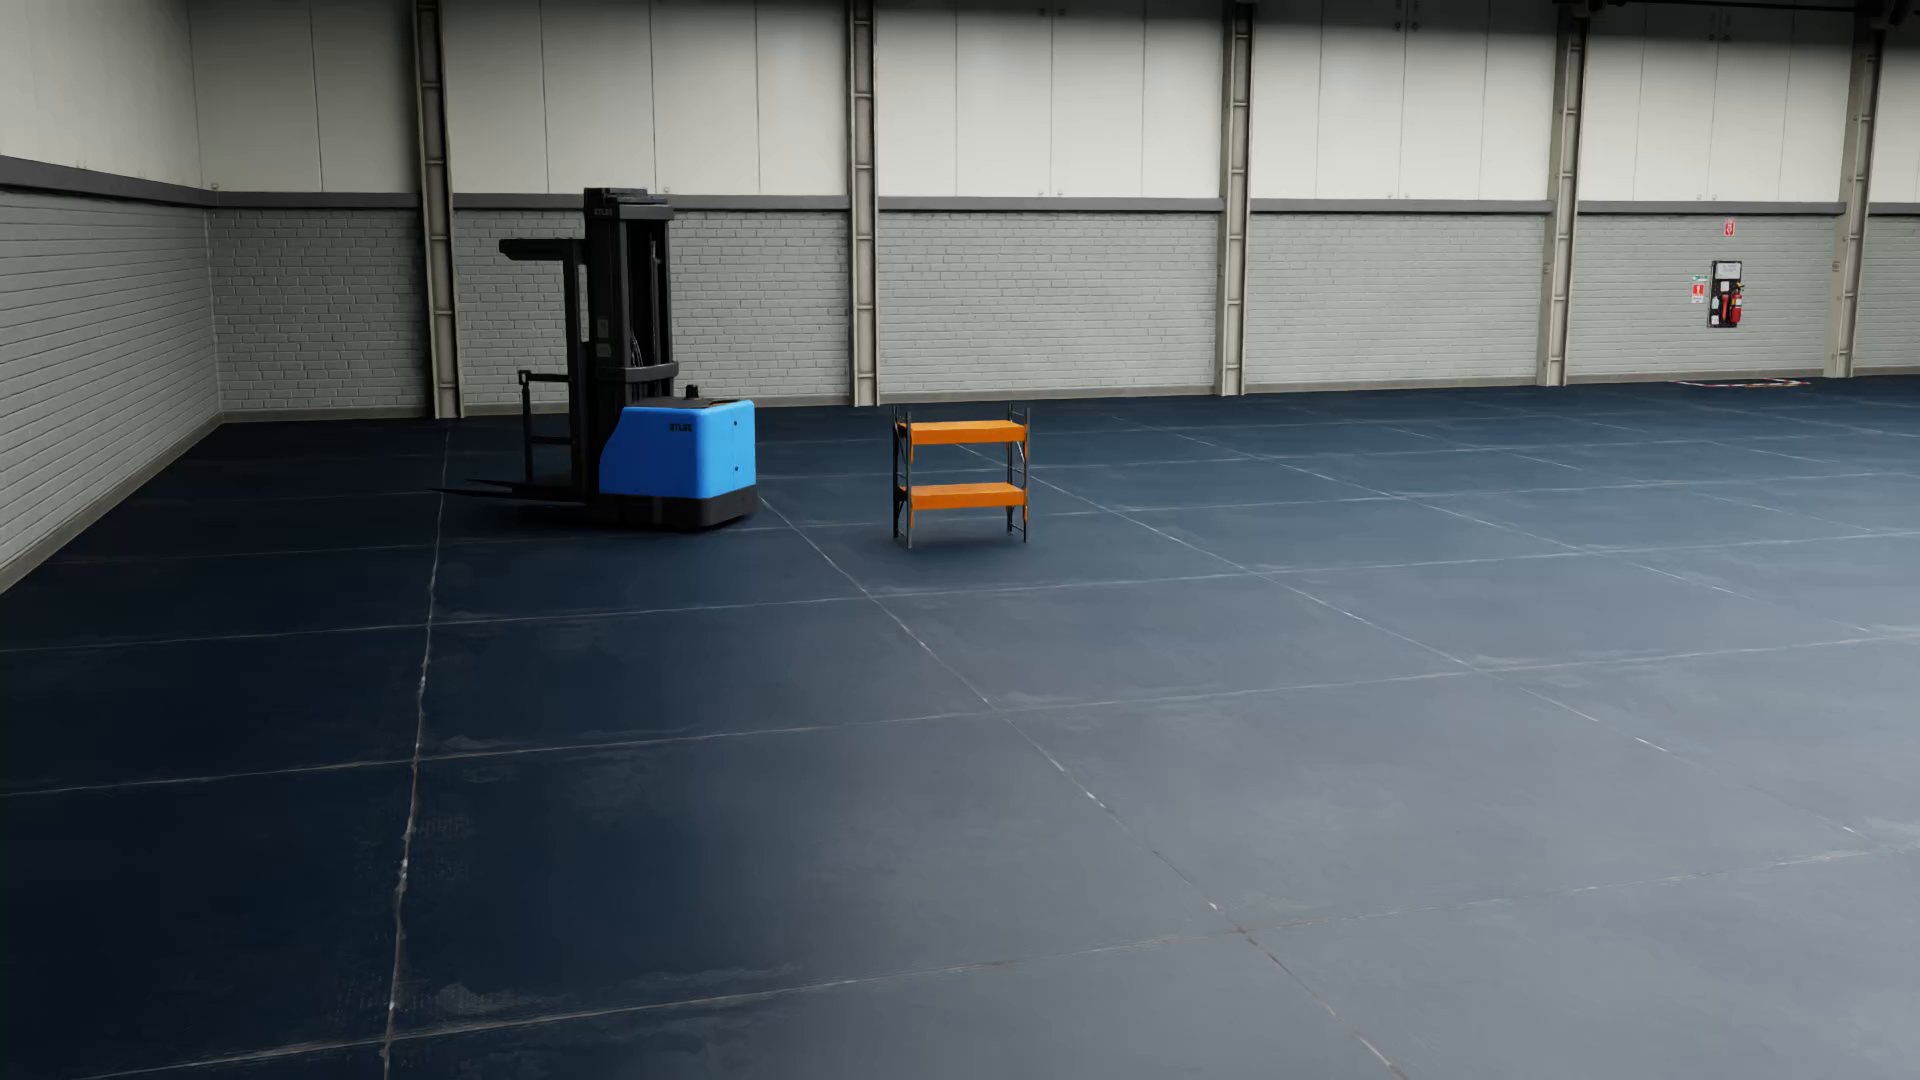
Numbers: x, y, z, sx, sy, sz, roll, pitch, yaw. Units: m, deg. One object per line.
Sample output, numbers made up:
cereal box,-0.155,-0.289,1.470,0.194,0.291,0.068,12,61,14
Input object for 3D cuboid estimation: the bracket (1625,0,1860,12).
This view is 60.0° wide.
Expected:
bracket,13.059,-8.928,27.745,4.783,0.066,0.076,-3,11,-16

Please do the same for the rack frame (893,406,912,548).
rack frame,-0.482,-0.528,13.807,0.032,1.125,0.500,-3,11,-16

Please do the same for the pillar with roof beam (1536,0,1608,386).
pillar with roof beam,11.291,-6.319,23.519,0.548,9.000,9.100,-3,11,-16

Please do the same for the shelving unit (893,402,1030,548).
shelving unit,0.006,-0.554,13.947,1.048,1.125,0.538,-3,11,-16

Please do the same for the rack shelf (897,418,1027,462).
rack shelf,0.006,-0.841,13.894,1.000,0.278,0.538,-3,11,-16

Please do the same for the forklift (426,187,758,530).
forklift,-3.415,-1.665,14.994,3.031,2.935,1.130,4,11,20

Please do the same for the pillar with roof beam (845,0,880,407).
pillar with roof beam,-0.231,-5.712,20.221,0.400,9.000,9.100,-3,11,-16

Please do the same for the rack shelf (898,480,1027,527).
rack shelf,0.006,-0.313,13.991,1.000,0.278,0.538,-3,11,-16

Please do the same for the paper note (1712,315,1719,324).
paper note,13.276,-3.872,29.230,0.142,0.148,0.016,-3,11,-16

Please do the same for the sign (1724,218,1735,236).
sign,13.429,-5.460,29.015,0.199,0.298,0.001,-3,11,-16

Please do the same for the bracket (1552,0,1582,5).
bracket,9.788,-8.755,26.809,0.430,0.232,0.235,-3,11,-16

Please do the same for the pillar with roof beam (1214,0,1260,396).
pillar with roof beam,5.530,-6.016,21.870,0.548,9.000,9.100,-3,11,-16

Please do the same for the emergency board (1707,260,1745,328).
emergency board,13.465,-4.303,29.133,0.643,1.169,0.194,-3,11,-16

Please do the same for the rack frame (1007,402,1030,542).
rack frame,0.495,-0.579,14.086,0.032,1.125,0.500,-3,11,-16

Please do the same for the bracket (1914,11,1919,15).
bracket,18.820,-9.231,29.395,4.783,0.066,0.076,-3,11,-16

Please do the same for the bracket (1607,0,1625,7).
bracket,10.585,-8.797,27.037,0.430,0.232,0.235,-3,11,-16

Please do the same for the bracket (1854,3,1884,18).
bracket,15.549,-9.059,28.458,0.430,0.232,0.235,-3,11,-16

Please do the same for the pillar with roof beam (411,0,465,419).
pillar with roof beam,-5.992,-5.409,18.571,0.400,9.000,9.100,-3,11,-16

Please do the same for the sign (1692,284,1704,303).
sign,12.905,-4.310,29.076,0.234,0.329,0.001,-3,11,-16

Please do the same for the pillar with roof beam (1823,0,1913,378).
pillar with roof beam,17.052,-6.623,25.168,0.548,9.000,9.100,-3,11,-16

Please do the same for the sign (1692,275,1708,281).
sign,12.912,-4.569,29.020,0.331,0.109,0.001,-3,11,-16
